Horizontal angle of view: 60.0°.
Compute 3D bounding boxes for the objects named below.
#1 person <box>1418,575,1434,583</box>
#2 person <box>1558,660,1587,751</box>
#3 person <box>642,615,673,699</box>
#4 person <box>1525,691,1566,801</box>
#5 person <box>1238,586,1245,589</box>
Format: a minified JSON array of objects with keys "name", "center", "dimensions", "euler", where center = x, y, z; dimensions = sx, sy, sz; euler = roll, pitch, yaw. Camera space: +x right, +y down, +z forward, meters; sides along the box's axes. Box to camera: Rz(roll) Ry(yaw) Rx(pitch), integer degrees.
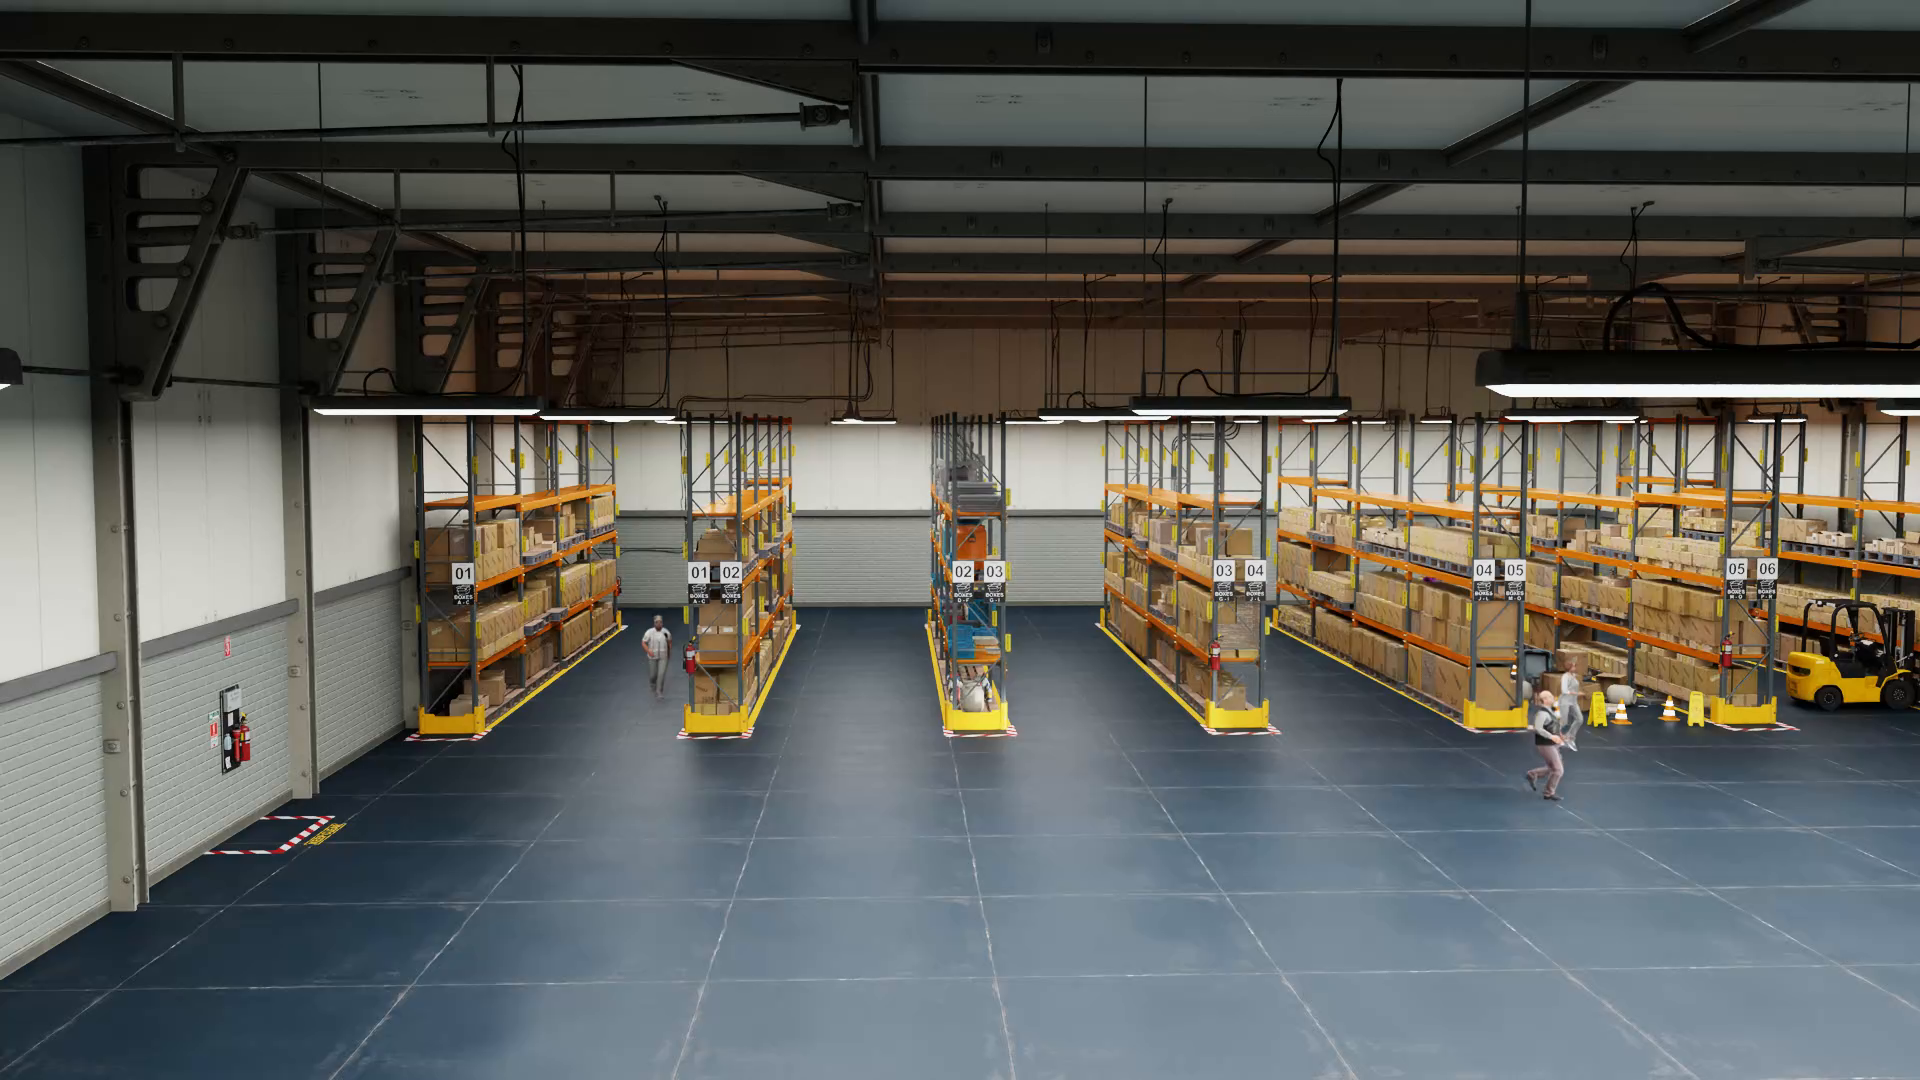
[{"name":"person","center":[13.741,1.516,49.288],"dimensions":[0.612,1.704,0.740],"euler":[0,4,1]},{"name":"person","center":[10.775,2.924,29.445],"dimensions":[0.540,1.625,0.685],"euler":[-3,5,-42]},{"name":"person","center":[-6.413,2.462,35.253],"dimensions":[0.648,1.760,0.722],"euler":[-1,4,-16]},{"name":"person","center":[8.985,3.146,25.544],"dimensions":[0.614,1.673,0.659],"euler":[2,4,29]},{"name":"person","center":[7.796,1.718,47.242],"dimensions":[0.741,1.608,0.791],"euler":[2,4,21]}]
